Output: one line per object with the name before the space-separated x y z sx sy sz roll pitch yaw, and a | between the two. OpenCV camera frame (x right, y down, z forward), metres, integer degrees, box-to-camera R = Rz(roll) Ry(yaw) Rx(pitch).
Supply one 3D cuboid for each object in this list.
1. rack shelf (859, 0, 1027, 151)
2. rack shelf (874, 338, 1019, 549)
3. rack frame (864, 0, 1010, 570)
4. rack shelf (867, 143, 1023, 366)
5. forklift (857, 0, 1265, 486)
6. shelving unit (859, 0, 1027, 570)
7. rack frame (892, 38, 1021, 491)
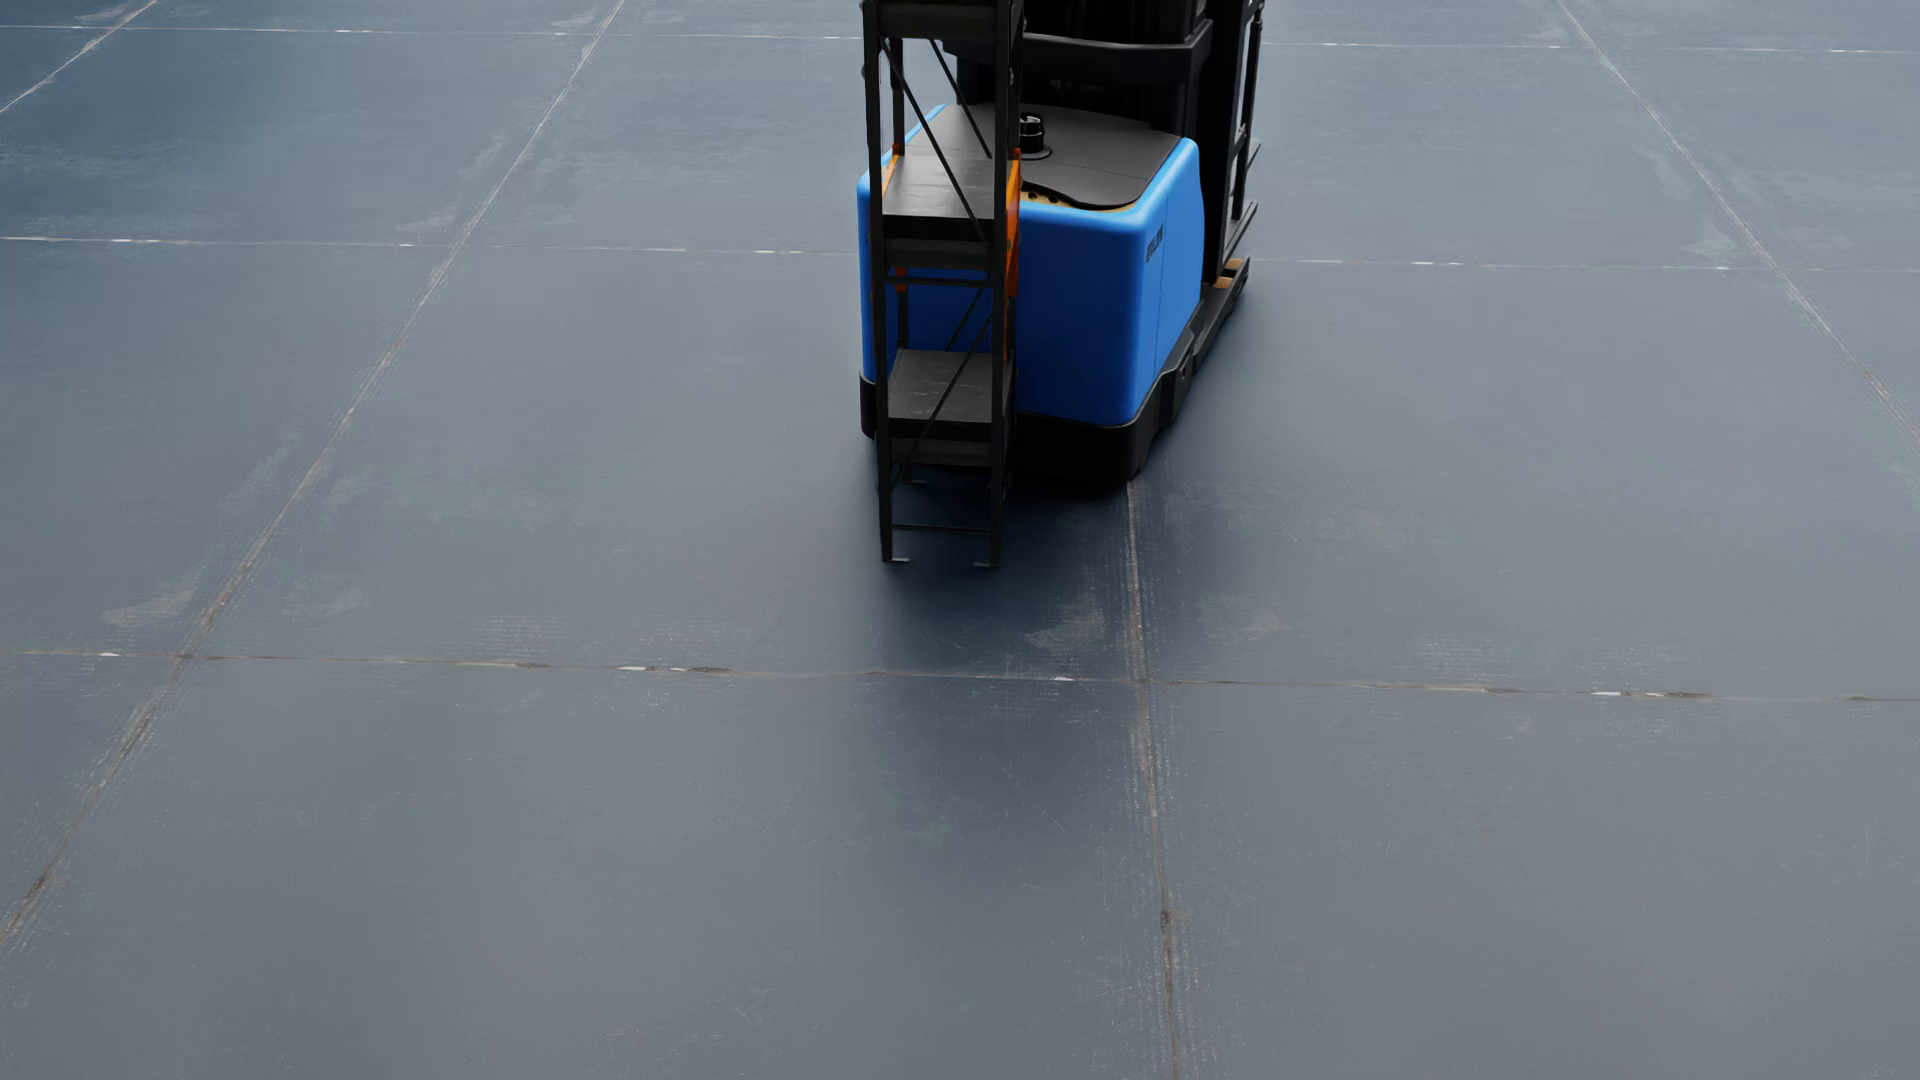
rack shelf | -0.038 -1.476 4.831 0.431 0.518 0.480 4 35 5
rack shelf | -0.038 -0.331 5.636 0.431 0.518 0.480 4 35 5
rack frame | -0.064 -0.775 5.027 0.400 2.100 0.015 4 35 5
rack shelf | -0.038 -0.903 5.233 0.431 0.518 0.480 4 35 5
forklift | 0.623 -2.235 6.381 1.130 2.935 3.031 12 37 17
shelving unit | -0.038 -0.915 5.225 0.431 2.100 0.503 4 35 5
rack frame | -0.011 -1.054 5.424 0.400 2.100 0.015 4 35 5
